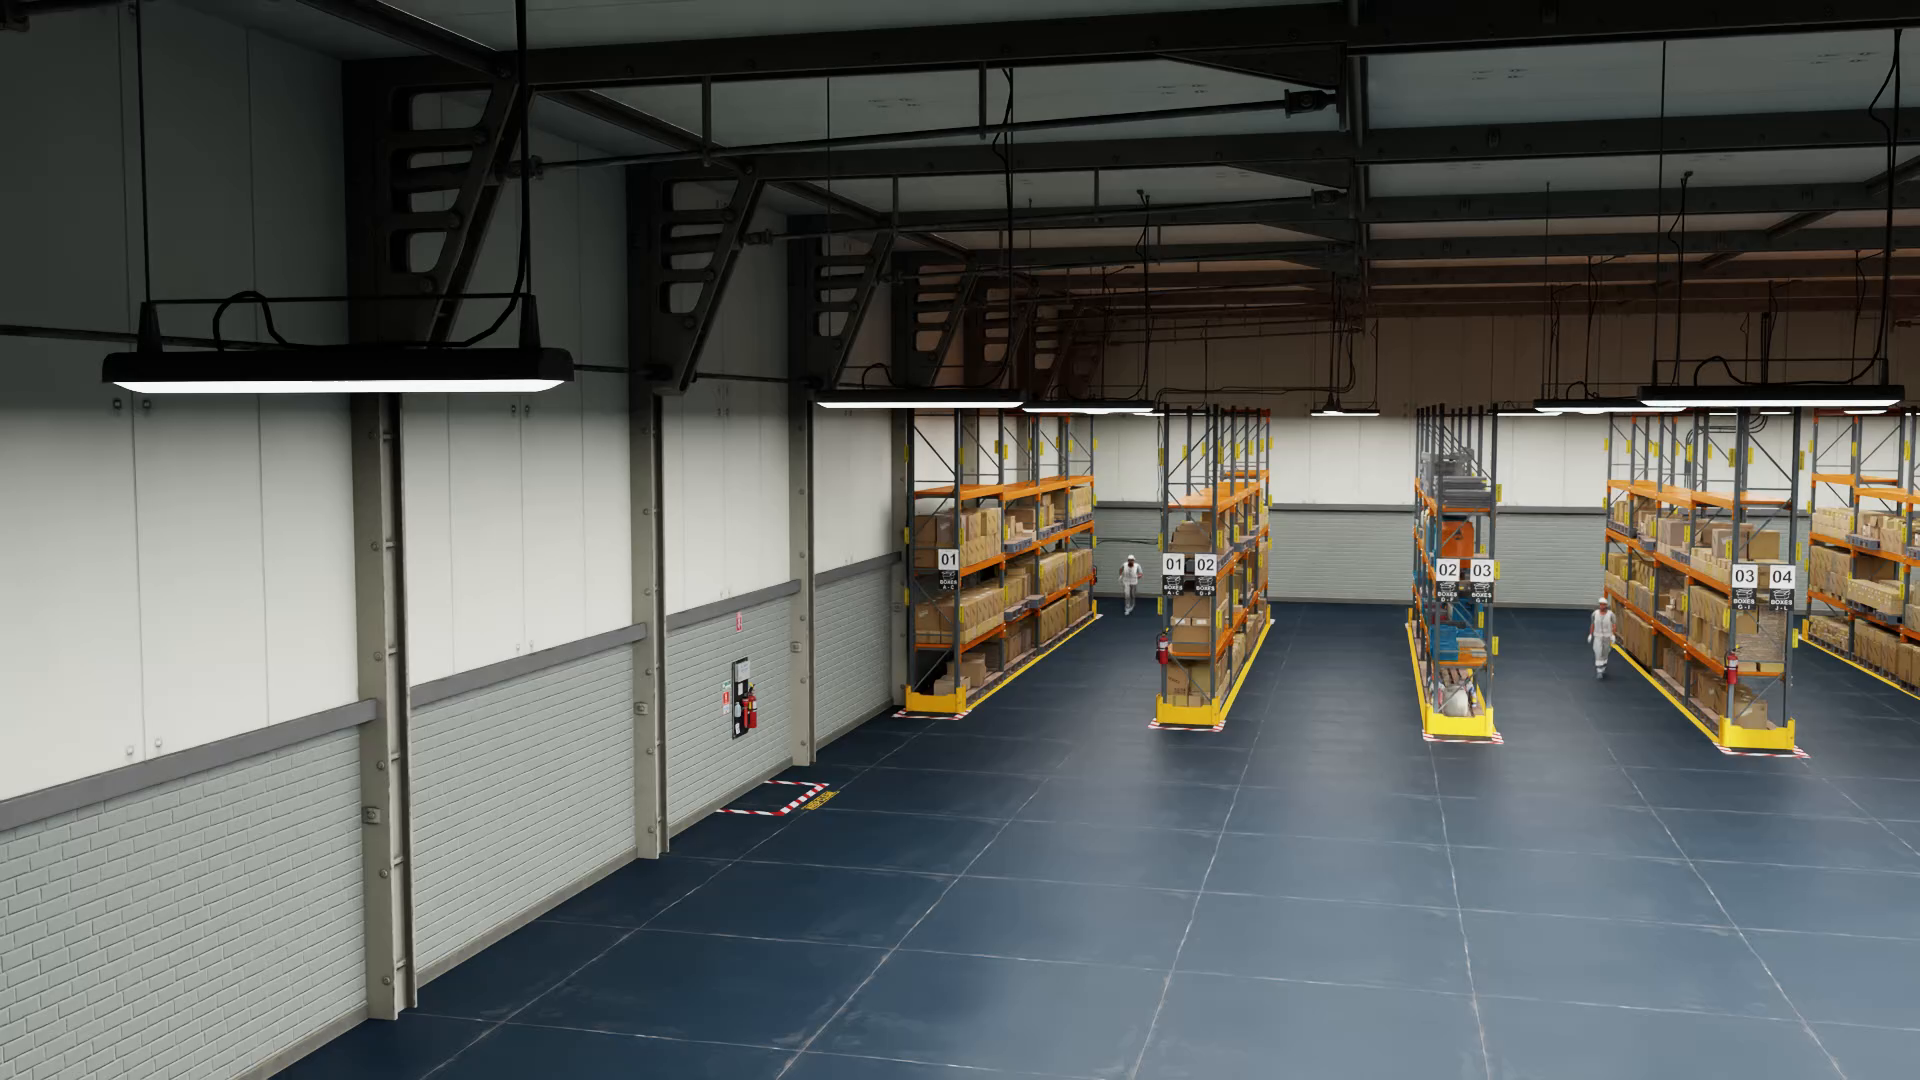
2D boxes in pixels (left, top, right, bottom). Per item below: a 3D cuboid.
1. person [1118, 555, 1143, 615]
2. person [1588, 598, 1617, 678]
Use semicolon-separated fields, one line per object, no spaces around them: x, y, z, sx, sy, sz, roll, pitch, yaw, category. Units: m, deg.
5.004;1.309;48.817;0.699;1.775;0.933;0;4;2;person
14.235;2.147;36.798;0.562;1.724;1.034;1;4;14;person
